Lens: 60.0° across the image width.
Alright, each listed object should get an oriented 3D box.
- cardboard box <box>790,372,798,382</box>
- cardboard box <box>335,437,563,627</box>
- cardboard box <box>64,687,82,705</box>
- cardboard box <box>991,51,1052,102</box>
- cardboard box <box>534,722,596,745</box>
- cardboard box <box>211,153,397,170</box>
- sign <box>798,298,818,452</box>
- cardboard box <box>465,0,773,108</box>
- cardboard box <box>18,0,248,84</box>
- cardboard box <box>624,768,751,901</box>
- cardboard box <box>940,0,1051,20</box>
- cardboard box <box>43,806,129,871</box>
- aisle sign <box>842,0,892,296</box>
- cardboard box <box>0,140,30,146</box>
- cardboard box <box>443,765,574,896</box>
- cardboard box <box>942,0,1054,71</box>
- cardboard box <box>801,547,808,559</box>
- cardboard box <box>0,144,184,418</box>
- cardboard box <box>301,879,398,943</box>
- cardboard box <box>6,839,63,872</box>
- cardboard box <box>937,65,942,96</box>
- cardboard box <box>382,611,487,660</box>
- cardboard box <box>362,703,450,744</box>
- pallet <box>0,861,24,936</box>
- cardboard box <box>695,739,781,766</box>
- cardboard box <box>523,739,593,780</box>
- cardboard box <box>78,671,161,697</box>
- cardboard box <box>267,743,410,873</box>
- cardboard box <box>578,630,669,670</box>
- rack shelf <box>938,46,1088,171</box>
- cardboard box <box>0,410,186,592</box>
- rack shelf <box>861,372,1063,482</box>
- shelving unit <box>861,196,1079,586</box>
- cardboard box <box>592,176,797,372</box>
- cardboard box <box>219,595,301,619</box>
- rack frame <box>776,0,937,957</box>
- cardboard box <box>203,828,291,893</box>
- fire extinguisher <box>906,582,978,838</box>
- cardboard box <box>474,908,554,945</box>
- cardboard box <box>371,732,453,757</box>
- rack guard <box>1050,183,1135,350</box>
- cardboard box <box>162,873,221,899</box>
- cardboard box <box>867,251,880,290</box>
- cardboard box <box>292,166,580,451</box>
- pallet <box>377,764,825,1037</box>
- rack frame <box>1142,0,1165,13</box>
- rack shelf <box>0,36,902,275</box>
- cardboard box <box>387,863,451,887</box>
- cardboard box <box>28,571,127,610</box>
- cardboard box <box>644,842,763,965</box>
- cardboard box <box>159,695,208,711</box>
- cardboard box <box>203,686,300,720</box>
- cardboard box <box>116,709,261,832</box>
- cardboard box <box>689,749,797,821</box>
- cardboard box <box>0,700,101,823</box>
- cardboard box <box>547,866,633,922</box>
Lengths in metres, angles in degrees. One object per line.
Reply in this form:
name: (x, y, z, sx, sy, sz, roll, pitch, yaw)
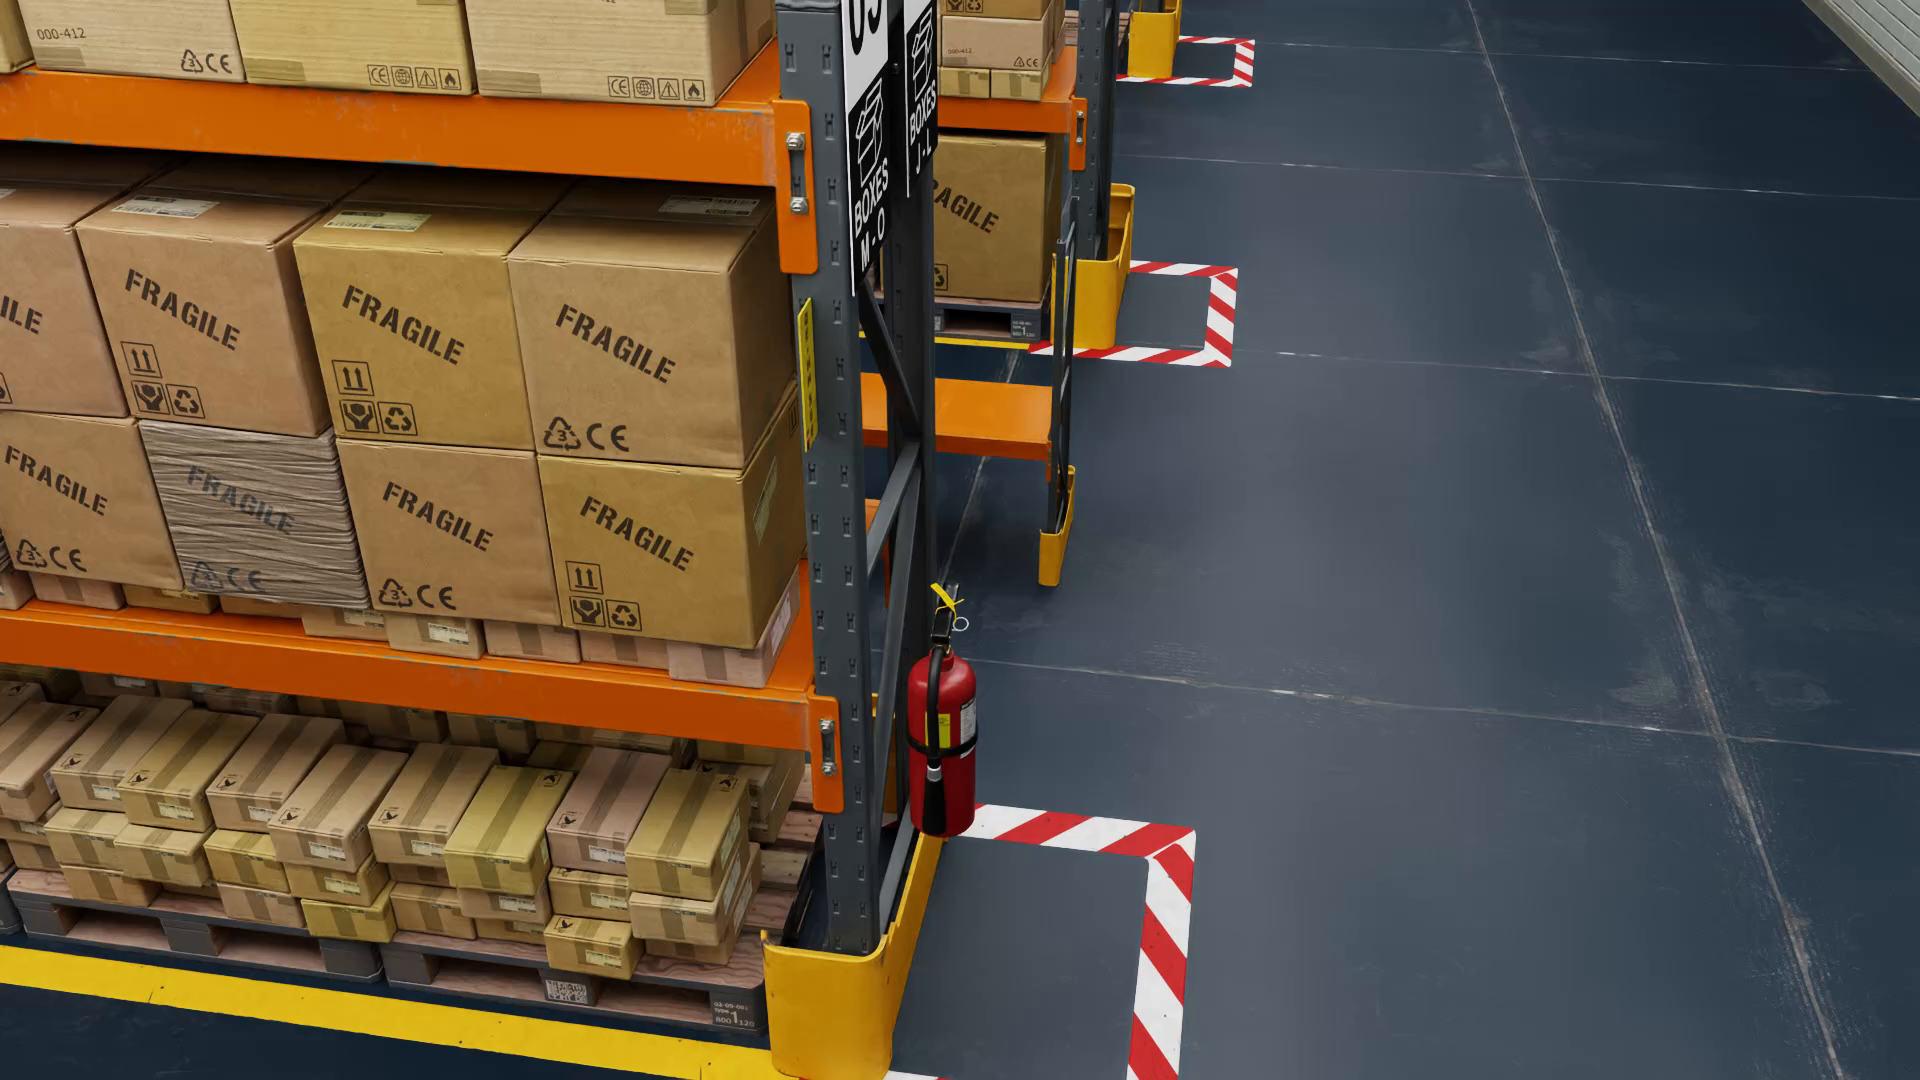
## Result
cardboard box: (-0.612, -0.371, 4.642, 0.500, 0.500, 0.500, 7, 33, 11)
cardboard box: (-1.209, -0.141, 4.273, 0.500, 0.500, 0.500, 5, 32, 7)
cardboard box: (-3.028, 0.497, 5.640, 0.250, 0.149, 0.380, 5, 32, 9)
cardboard box: (0.312, -2.356, 8.424, 0.250, 0.149, 0.380, 6, 33, 9)
cardboard box: (-1.194, 0.484, 5.380, 0.250, 0.149, 0.380, 5, 32, 8)
cardboard box: (-1.621, -0.889, 4.527, 0.500, 0.500, 0.500, 4, 32, 7)
sign: (-0.329, -0.355, 3.600, 0.005, 0.325, 0.100, 5, 32, 8)
cardboard box: (-0.708, -1.128, 3.540, 0.500, 0.250, 0.500, 5, 32, 7)
cardboard box: (-1.699, -1.221, 3.688, 0.500, 0.250, 0.500, 7, 33, 10)
cardboard box: (-0.780, 0.845, 4.803, 0.250, 0.149, 0.380, 6, 32, 9)
cardboard box: (0.194, -2.890, 8.194, 0.500, 0.500, 0.500, 6, 32, 9)
cardboard box: (-2.573, 0.825, 5.115, 0.250, 0.149, 0.380, 5, 32, 8)
aisle sign: (-0.194, -0.957, 3.501, 0.004, 0.787, 0.394, 5, 32, 8)
cardboard box: (-2.637, -0.971, 4.657, 0.500, 0.500, 0.500, 6, 33, 9)
cardboard box: (-1.295, 0.836, 4.818, 0.250, 0.149, 0.380, 4, 32, 7)
cardboard box: (0.196, -2.570, 8.390, 0.500, 0.250, 0.500, 5, 32, 7)
cardboard box: (-0.480, -0.112, 4.839, 0.250, 0.149, 0.380, 5, 32, 8)
cardboard box: (-2.244, -0.654, 4.150, 0.500, 0.500, 0.500, 4, 32, 7)
cardboard box: (-1.794, 1.030, 5.068, 0.250, 0.149, 0.380, 4, 32, 6)
cardboard box: (-2.808, 0.877, 5.314, 0.250, 0.149, 0.380, 4, 32, 6)
cardboard box: (-0.193, -2.402, 8.497, 0.250, 0.149, 0.380, 5, 32, 8)
cardboard box: (-1.328, 0.140, 4.436, 0.250, 0.149, 0.380, 6, 33, 10)
cardboard box: (-1.724, 0.476, 5.393, 0.250, 0.149, 0.380, 6, 33, 10)
pallet: (-3.491, 0.848, 5.696, 1.213, 0.211, 1.003, 5, 32, 8)
cardboard box: (-0.675, 0.535, 5.298, 0.250, 0.149, 0.380, 4, 32, 6)
cardboard box: (-1.205, 0.675, 5.355, 0.250, 0.149, 0.380, 6, 32, 9)
cardboard box: (-2.734, 0.359, 5.580, 0.250, 0.149, 0.380, 4, 32, 6)
cardboard box: (-1.813, 0.785, 4.899, 0.250, 0.149, 0.380, 6, 33, 10)
cardboard box: (-0.823, 0.165, 4.396, 0.250, 0.149, 0.380, 5, 32, 8)
rack shelf: (-1.253, -2.477, 9.058, 4.000, 0.370, 1.077, 5, 32, 8)
cardboard box: (-2.200, -0.231, 4.417, 0.500, 0.500, 0.500, 7, 33, 11)
rack shelf: (-0.084, -0.491, 6.960, 1.000, 0.185, 0.538, 5, 32, 8)
shelving unit: (-0.075, -0.643, 6.863, 1.083, 1.500, 0.587, 5, 32, 8)
cardboard box: (-0.613, -0.790, 4.367, 0.500, 0.500, 0.500, 5, 32, 8)
cardboard box: (-1.839, 0.046, 4.586, 0.250, 0.149, 0.380, 4, 32, 6)
rack frame: (-0.216, -0.018, 4.452, 0.127, 3.000, 1.000, 5, 32, 8)
cardboard box: (-2.059, 0.871, 5.043, 0.250, 0.149, 0.380, 7, 33, 11)
fire extinguisher: (-0.045, 0.436, 4.150, 0.183, 0.674, 0.296, 5, 32, 8)
cardboard box: (-1.286, 1.036, 5.060, 0.250, 0.149, 0.380, 5, 32, 8)
cardboard box: (-1.718, 0.622, 5.440, 0.250, 0.149, 0.380, 4, 32, 6)
rack guard: (0.742, -1.542, 9.242, 0.348, 0.500, 1.175, 5, 32, 8)
cardboard box: (-2.296, 0.934, 5.222, 0.250, 0.149, 0.380, 6, 33, 10)
cardboard box: (-0.823, -1.977, 9.189, 0.875, 0.875, 0.875, 5, 32, 8)
cardboard box: (-1.208, -0.567, 4.011, 0.500, 0.500, 0.500, 4, 32, 7)
pallet: (-1.085, 1.066, 5.348, 1.213, 0.211, 1.003, 5, 32, 8)
rack frame: (1.552, -5.194, 12.721, 0.127, 3.000, 1.000, 5, 32, 8)
rack shelf: (-2.187, -1.163, 4.132, 4.000, 0.370, 1.077, 5, 32, 8)
cardboard box: (-1.544, 0.865, 5.052, 0.250, 0.149, 0.380, 5, 32, 8)
cardboard box: (-2.356, 0.019, 4.629, 0.250, 0.149, 0.380, 6, 33, 10)
cardboard box: (-0.770, 1.074, 4.998, 0.250, 0.149, 0.380, 6, 32, 9)
cardboard box: (-2.513, 0.544, 5.565, 0.250, 0.149, 0.380, 4, 32, 6)
cardboard box: (-2.239, 0.456, 5.425, 0.250, 0.149, 0.380, 5, 32, 8)
cardboard box: (-2.318, 0.695, 5.043, 0.250, 0.149, 0.380, 5, 32, 8)
cardboard box: (-0.689, 0.705, 5.307, 0.250, 0.149, 0.380, 6, 33, 10)
cardboard box: (-2.837, 0.671, 5.081, 0.250, 0.149, 0.380, 6, 33, 9)
cardboard box: (-1.032, 0.937, 4.937, 0.250, 0.149, 0.380, 4, 32, 7)
